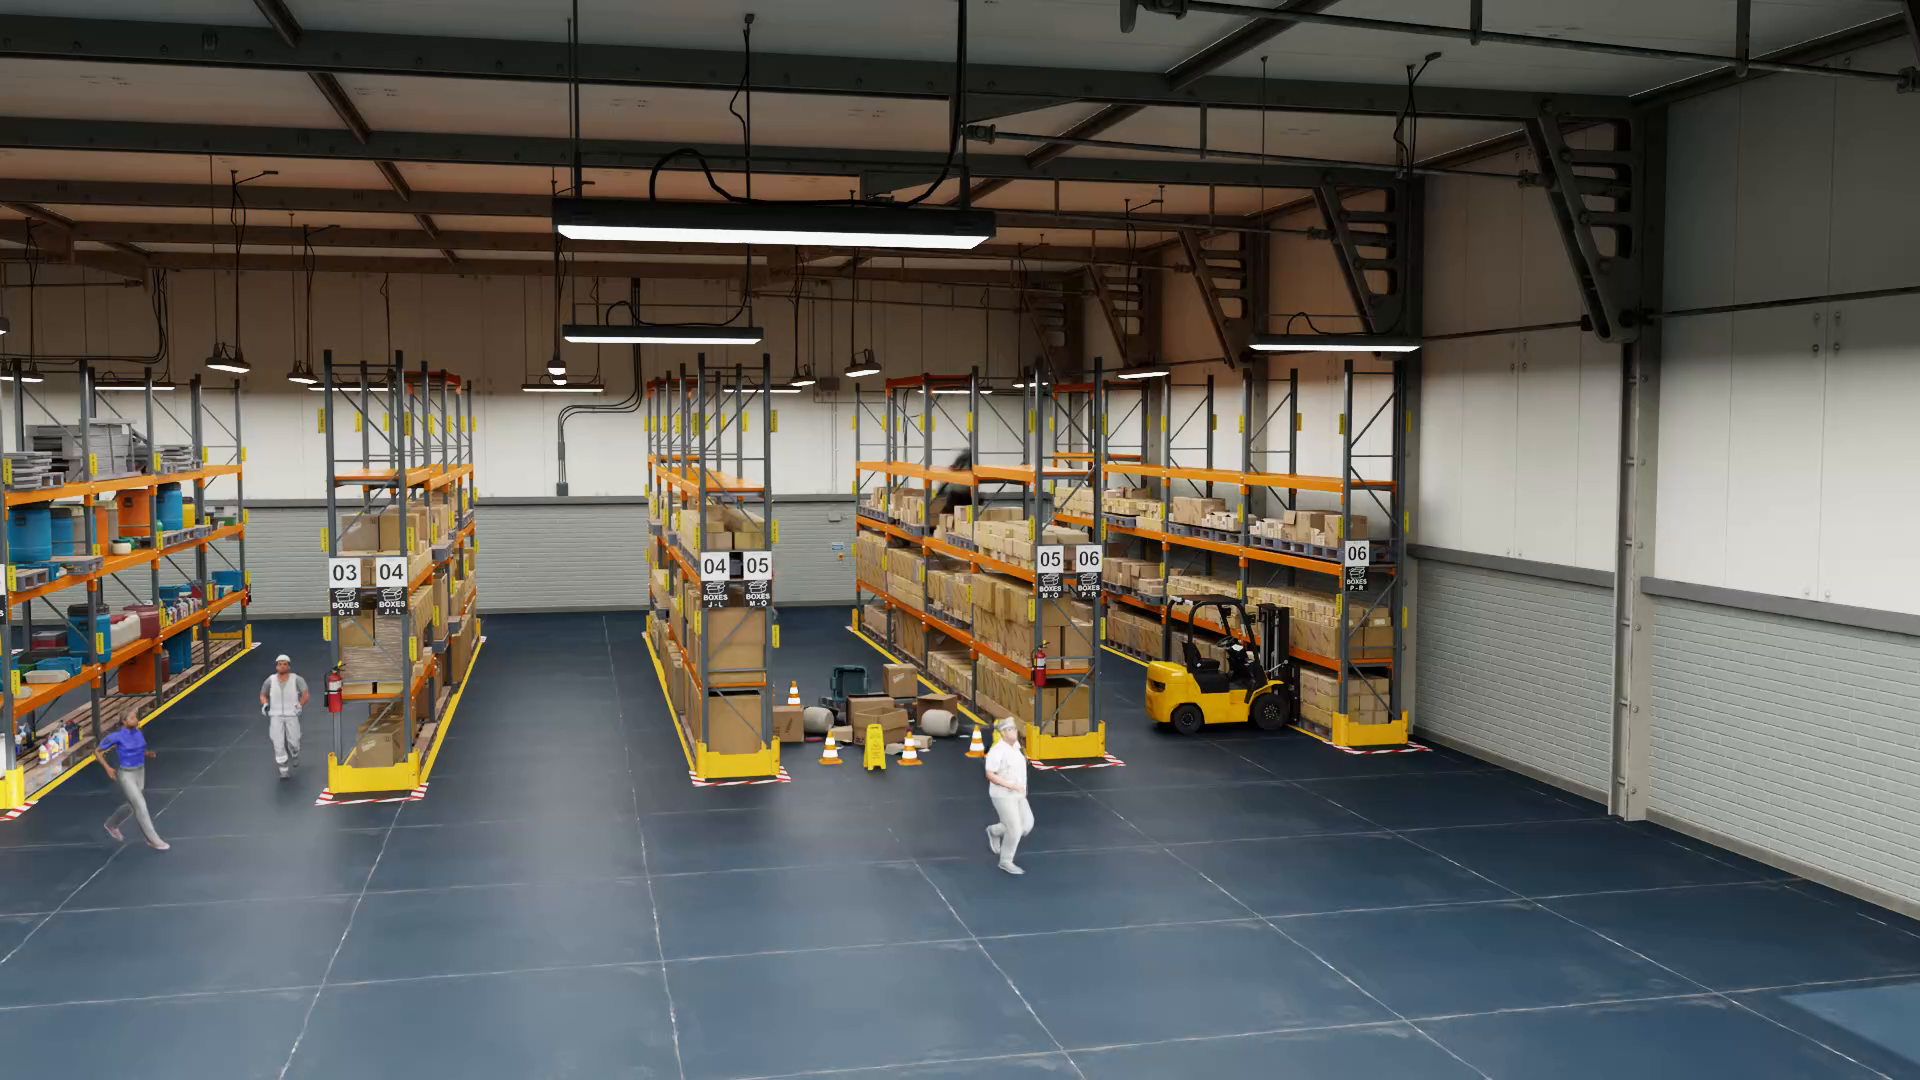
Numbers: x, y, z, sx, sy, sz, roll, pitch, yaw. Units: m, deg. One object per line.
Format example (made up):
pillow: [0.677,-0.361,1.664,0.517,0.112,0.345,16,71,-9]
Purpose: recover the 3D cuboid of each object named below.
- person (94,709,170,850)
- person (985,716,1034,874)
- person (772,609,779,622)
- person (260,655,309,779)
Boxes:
person: [-9.735,2.845,19.566,1.005,1.520,0.577,1,4,12]
person: [0.529,2.843,18.673,0.627,1.753,0.697,2,5,31]
person: [-4.858,1.318,40.858,0.849,1.715,0.670,-1,4,-17]
person: [-9.589,2.492,23.602,0.655,1.736,0.623,-1,4,-16]
